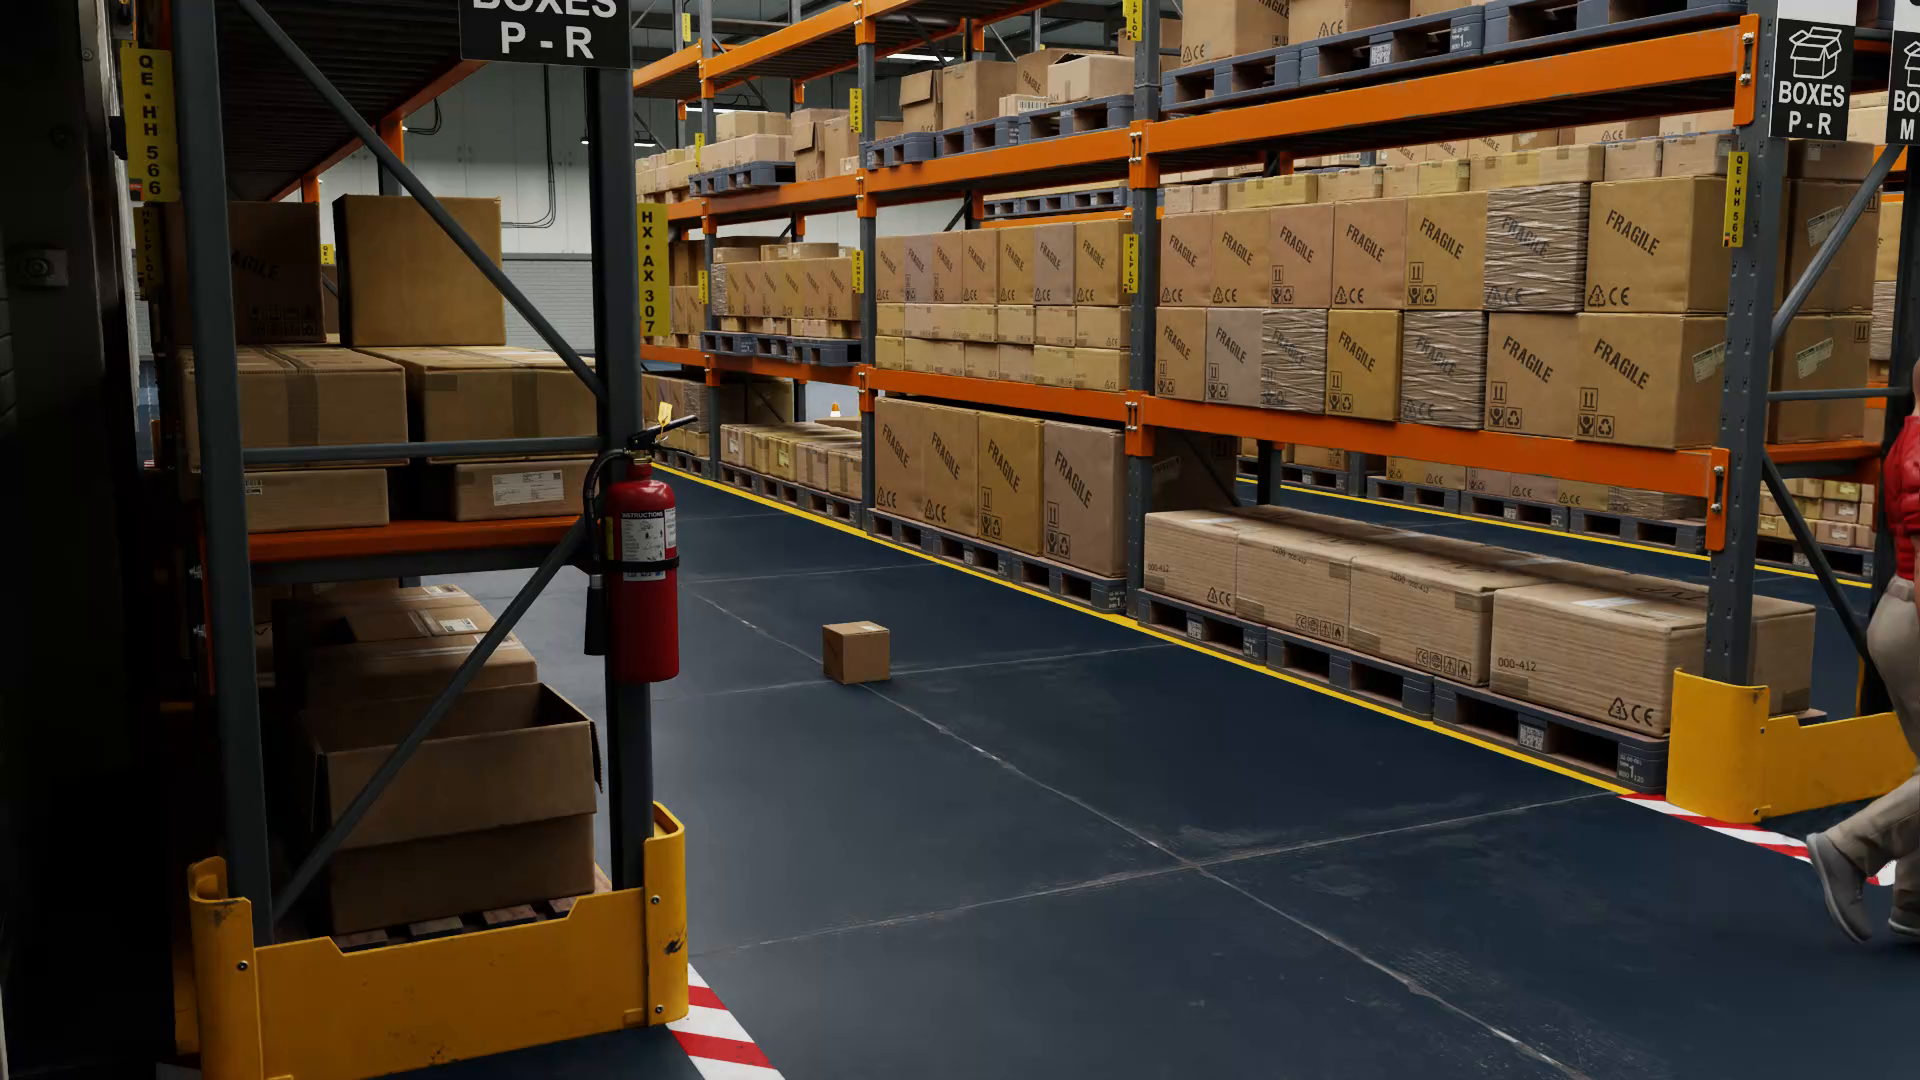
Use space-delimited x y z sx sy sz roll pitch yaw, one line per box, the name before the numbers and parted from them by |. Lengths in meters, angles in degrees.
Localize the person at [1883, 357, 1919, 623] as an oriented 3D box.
person | 2.805 -0.022 4.704 0.343 1.049 0.619 4 9 25
